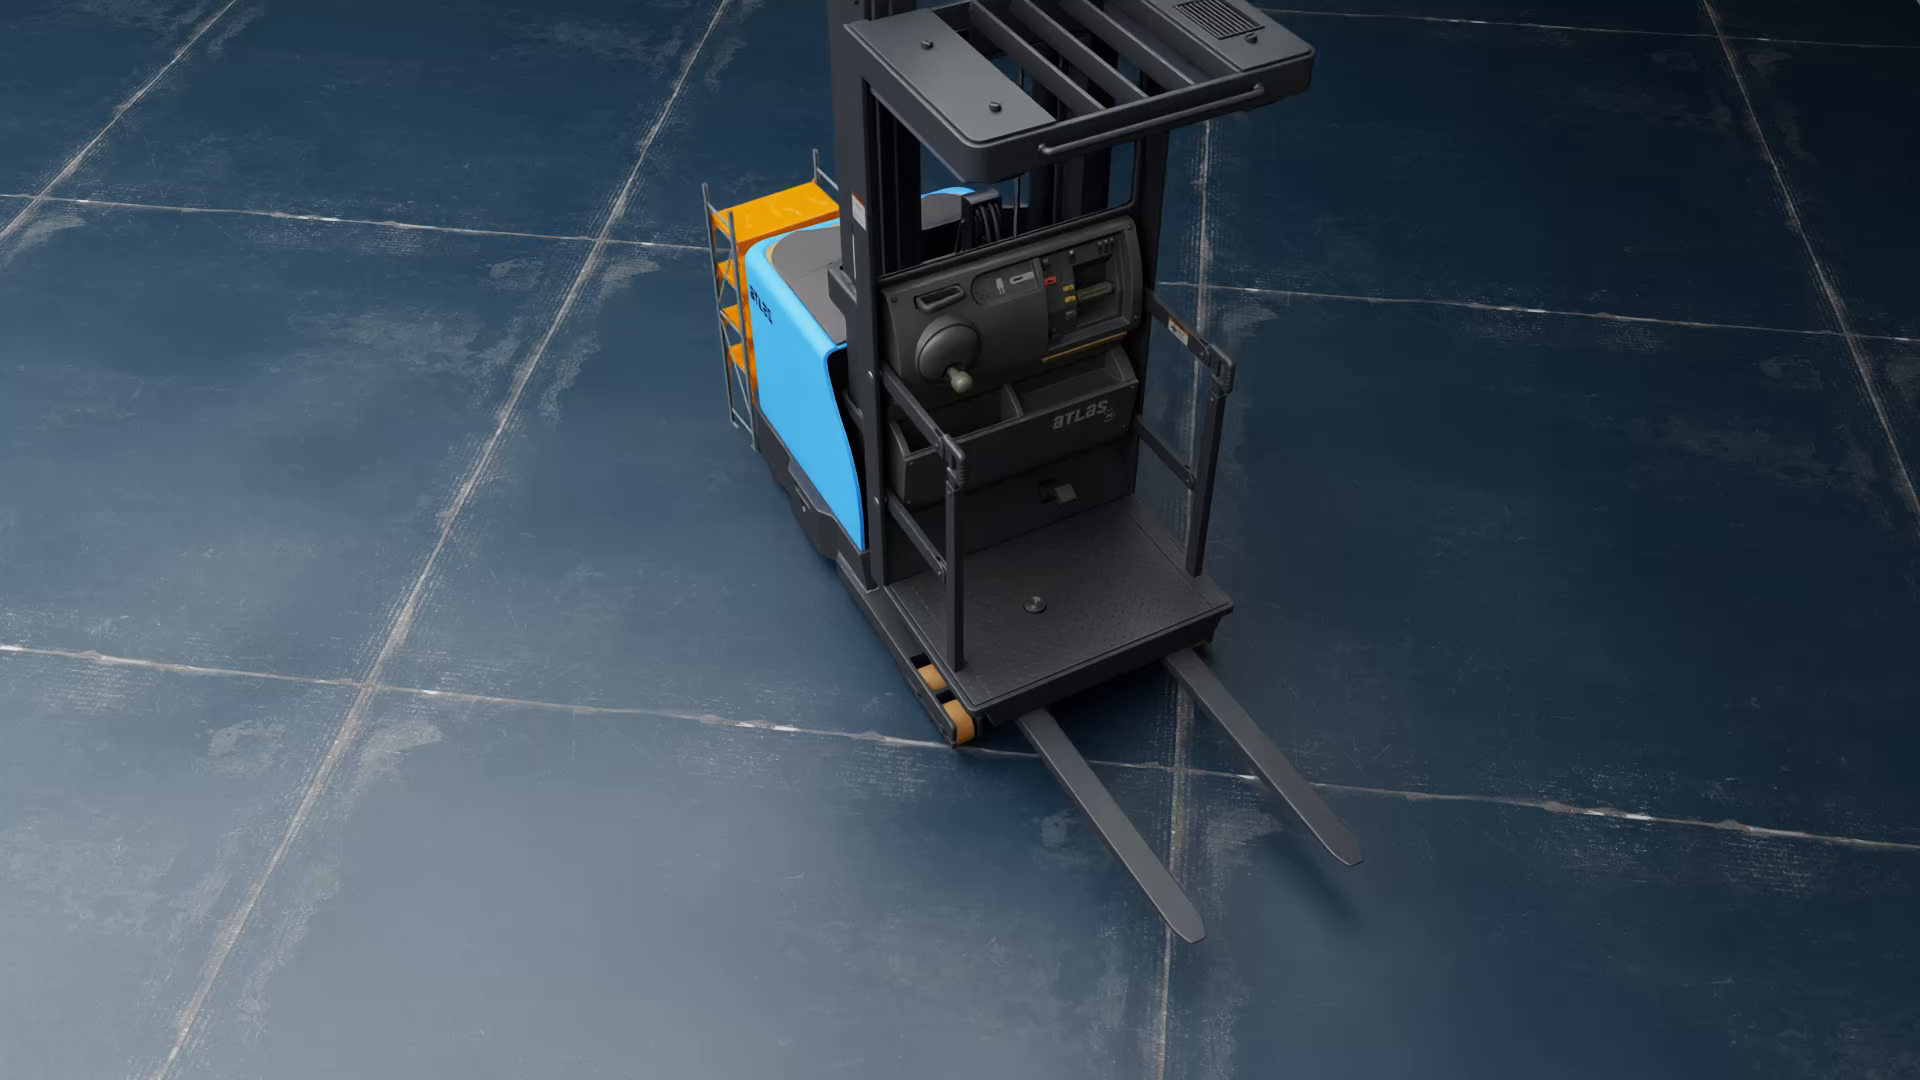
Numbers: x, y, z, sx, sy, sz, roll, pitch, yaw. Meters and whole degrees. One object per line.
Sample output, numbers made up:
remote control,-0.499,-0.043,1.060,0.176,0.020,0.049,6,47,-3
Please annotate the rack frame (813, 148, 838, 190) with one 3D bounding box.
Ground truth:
rack frame,-0.521,-1.061,6.997,0.015,1.200,0.240,-23,48,-23

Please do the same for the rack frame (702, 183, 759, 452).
rack frame,-0.935,-0.883,6.809,0.015,1.200,0.240,-23,48,-23

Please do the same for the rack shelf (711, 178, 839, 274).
rack shelf,-0.727,-1.257,6.633,0.480,0.148,0.258,-23,48,-23

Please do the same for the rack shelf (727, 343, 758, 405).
rack shelf,-0.728,-0.779,7.087,0.480,0.148,0.258,-23,48,-23

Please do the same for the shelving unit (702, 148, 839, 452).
shelving unit,-0.728,-0.972,6.903,0.503,1.200,0.258,-23,48,-23

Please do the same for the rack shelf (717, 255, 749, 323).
rack shelf,-0.728,-1.085,6.796,0.480,0.148,0.258,-23,48,-23

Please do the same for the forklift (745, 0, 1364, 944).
forklift,0.293,-0.686,5.343,1.130,2.935,3.031,-20,47,-20

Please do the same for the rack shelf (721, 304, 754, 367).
rack shelf,-0.728,-0.923,6.950,0.480,0.148,0.258,-23,48,-23
